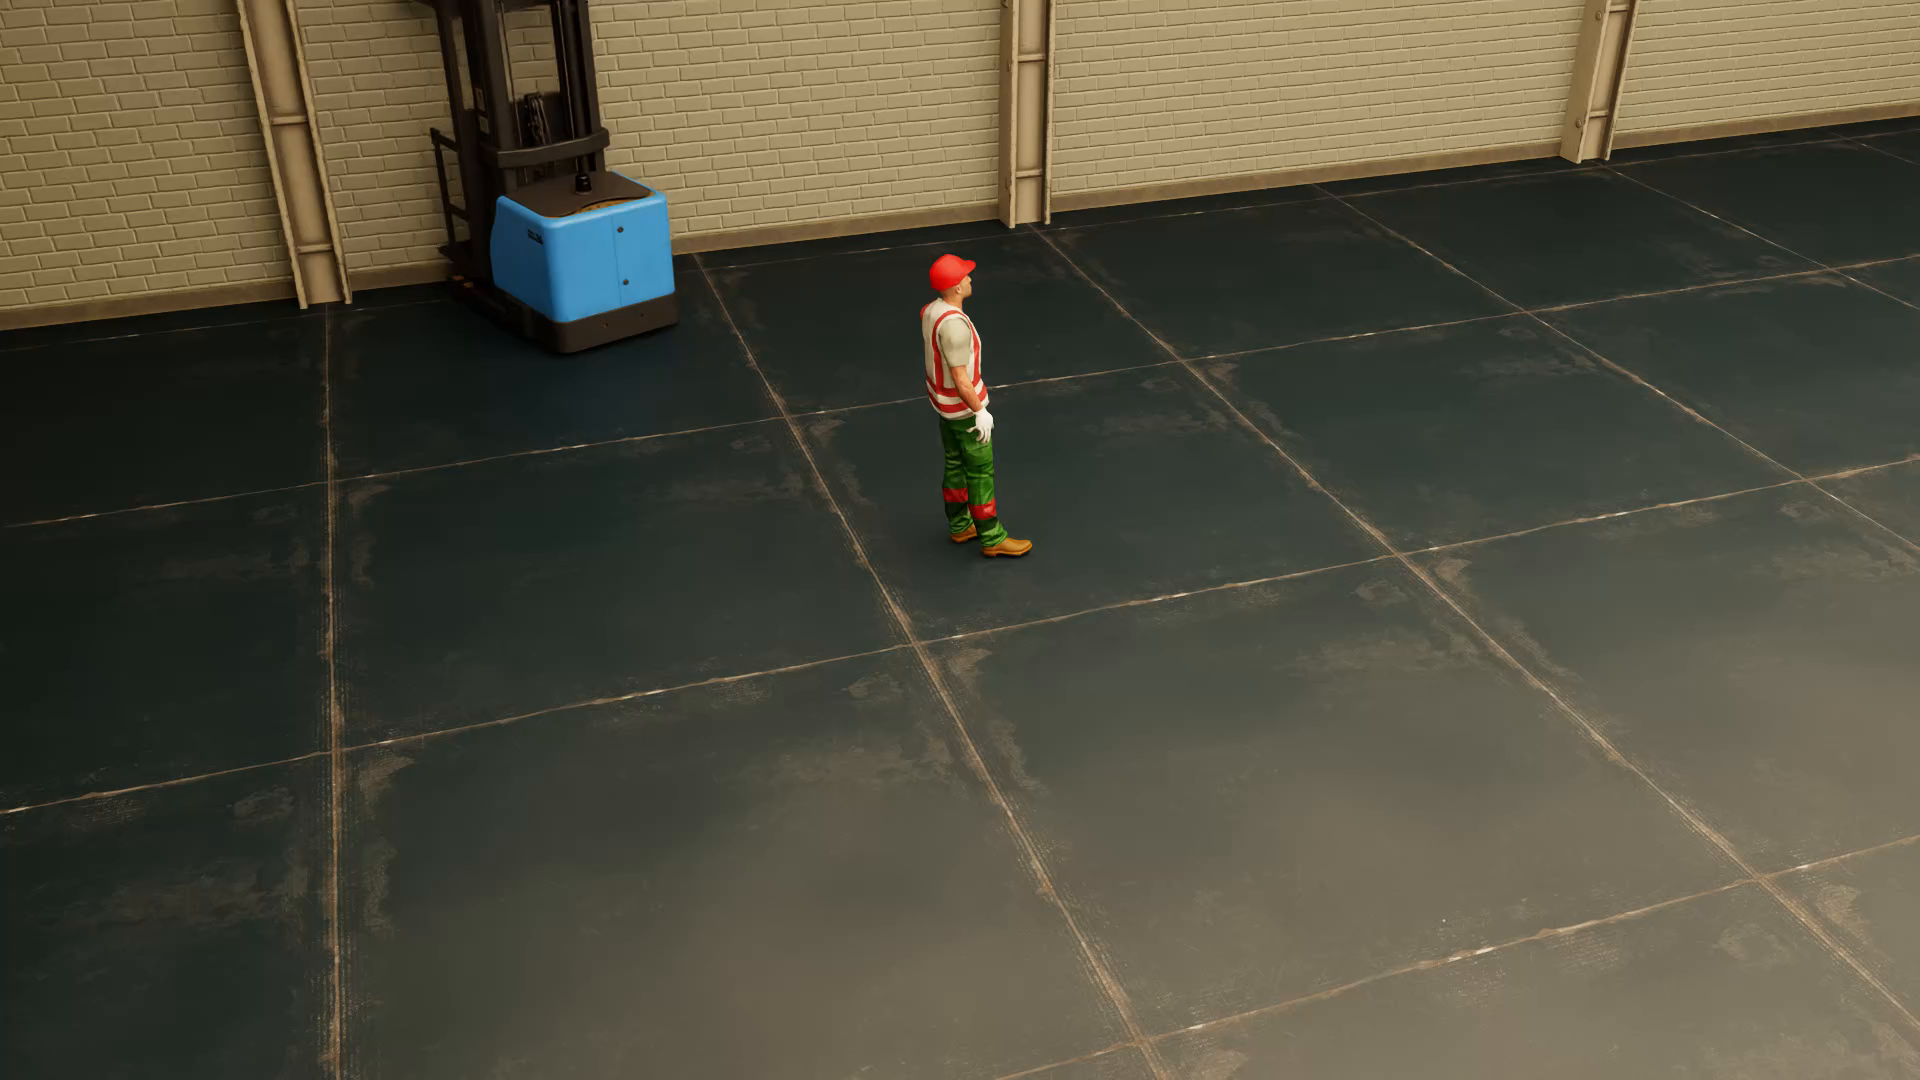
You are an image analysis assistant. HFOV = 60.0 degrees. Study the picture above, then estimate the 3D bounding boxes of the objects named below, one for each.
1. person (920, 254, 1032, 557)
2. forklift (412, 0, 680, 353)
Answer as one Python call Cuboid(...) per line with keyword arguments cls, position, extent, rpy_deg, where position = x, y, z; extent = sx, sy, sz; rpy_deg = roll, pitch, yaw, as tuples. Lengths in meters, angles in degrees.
Cuboid(cls="person", position=(0.080, -0.789, 9.589), extent=(0.562, 1.790, 0.637), rpy_deg=(-10, 31, -16))
Cuboid(cls="forklift", position=(-3.494, -3.312, 12.843), extent=(1.130, 2.935, 3.031), rpy_deg=(-23, 37, -34))
